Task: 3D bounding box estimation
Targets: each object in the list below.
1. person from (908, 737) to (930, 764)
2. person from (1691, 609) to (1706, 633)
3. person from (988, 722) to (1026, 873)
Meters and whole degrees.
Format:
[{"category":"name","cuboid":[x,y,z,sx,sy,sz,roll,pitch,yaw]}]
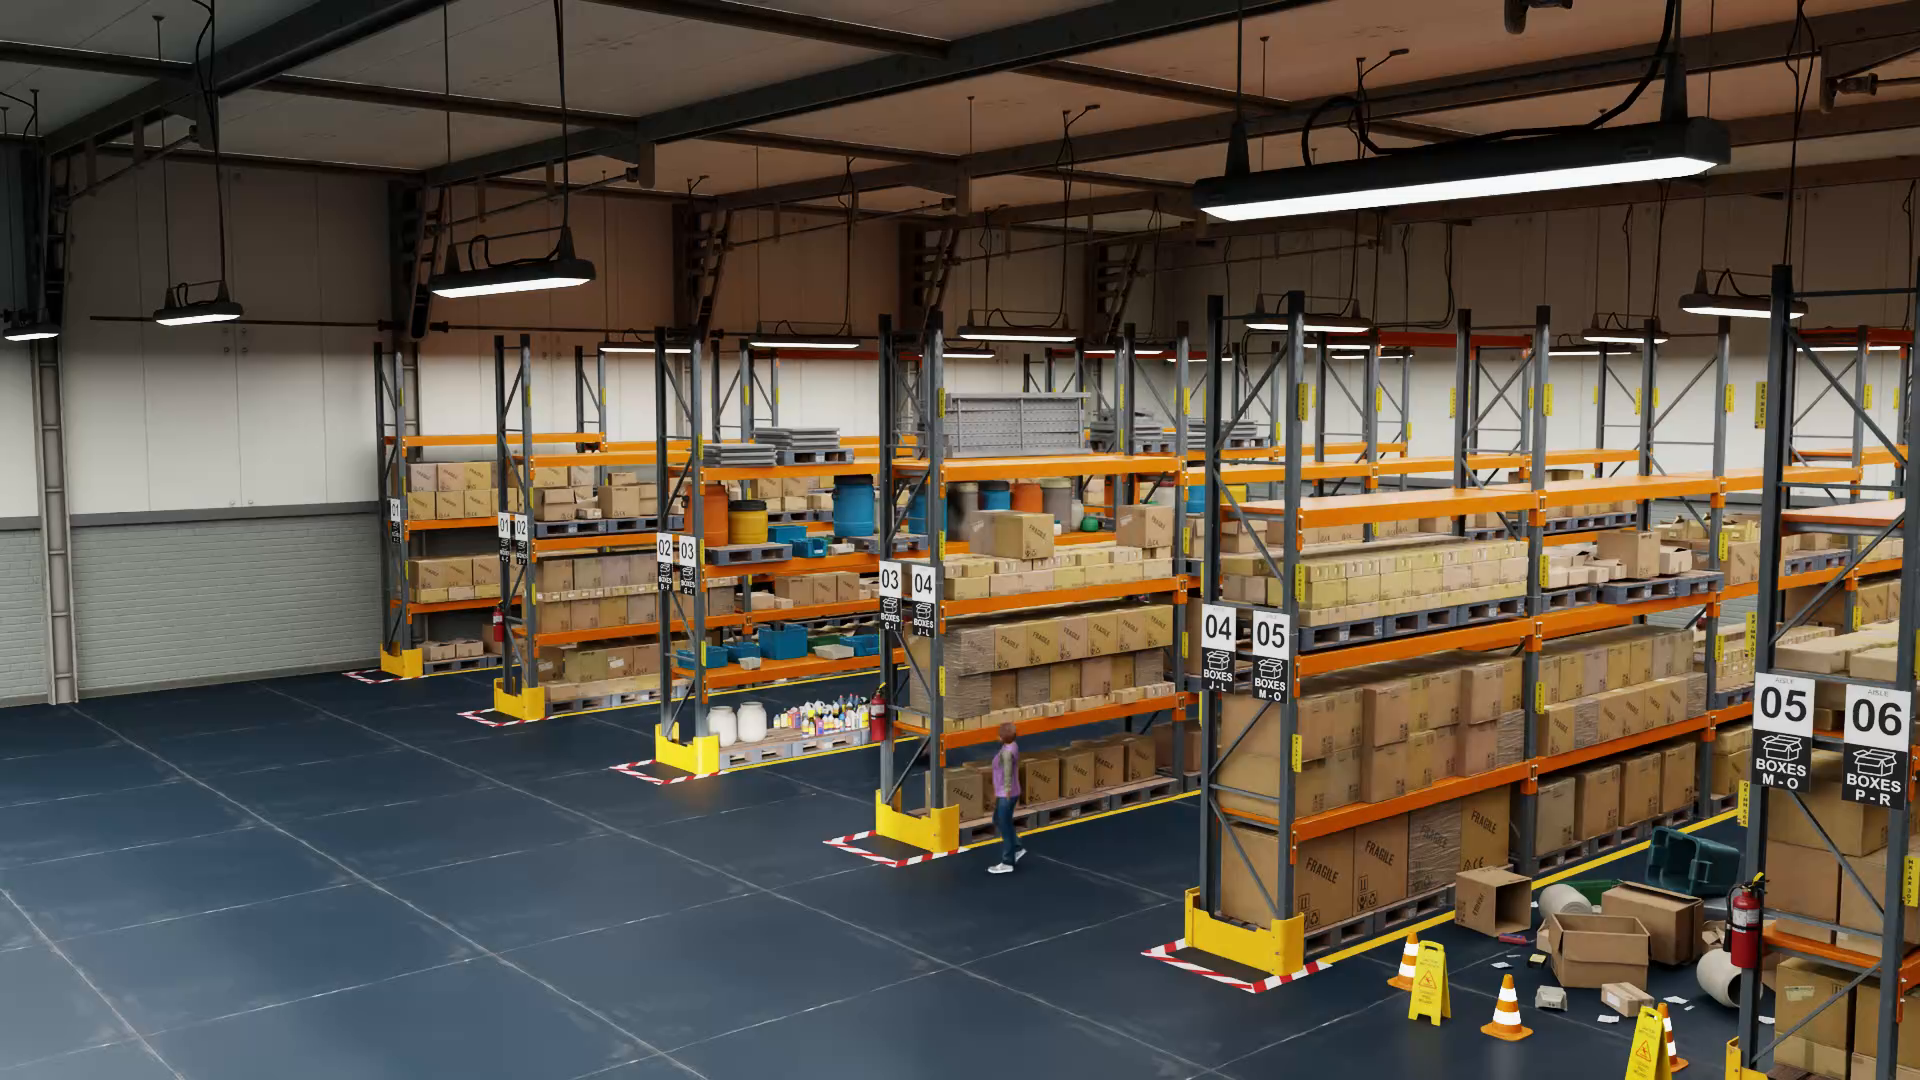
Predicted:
[{"category":"person","cuboid":[-0.415,2.189,22.920,0.390,1.756,0.635,2,6,25]},{"category":"person","cuboid":[11.578,1.973,25.925,0.878,1.808,0.574,-5,7,-41]},{"category":"person","cuboid":[0.507,2.740,17.814,0.402,1.609,0.446,0,5,3]}]
